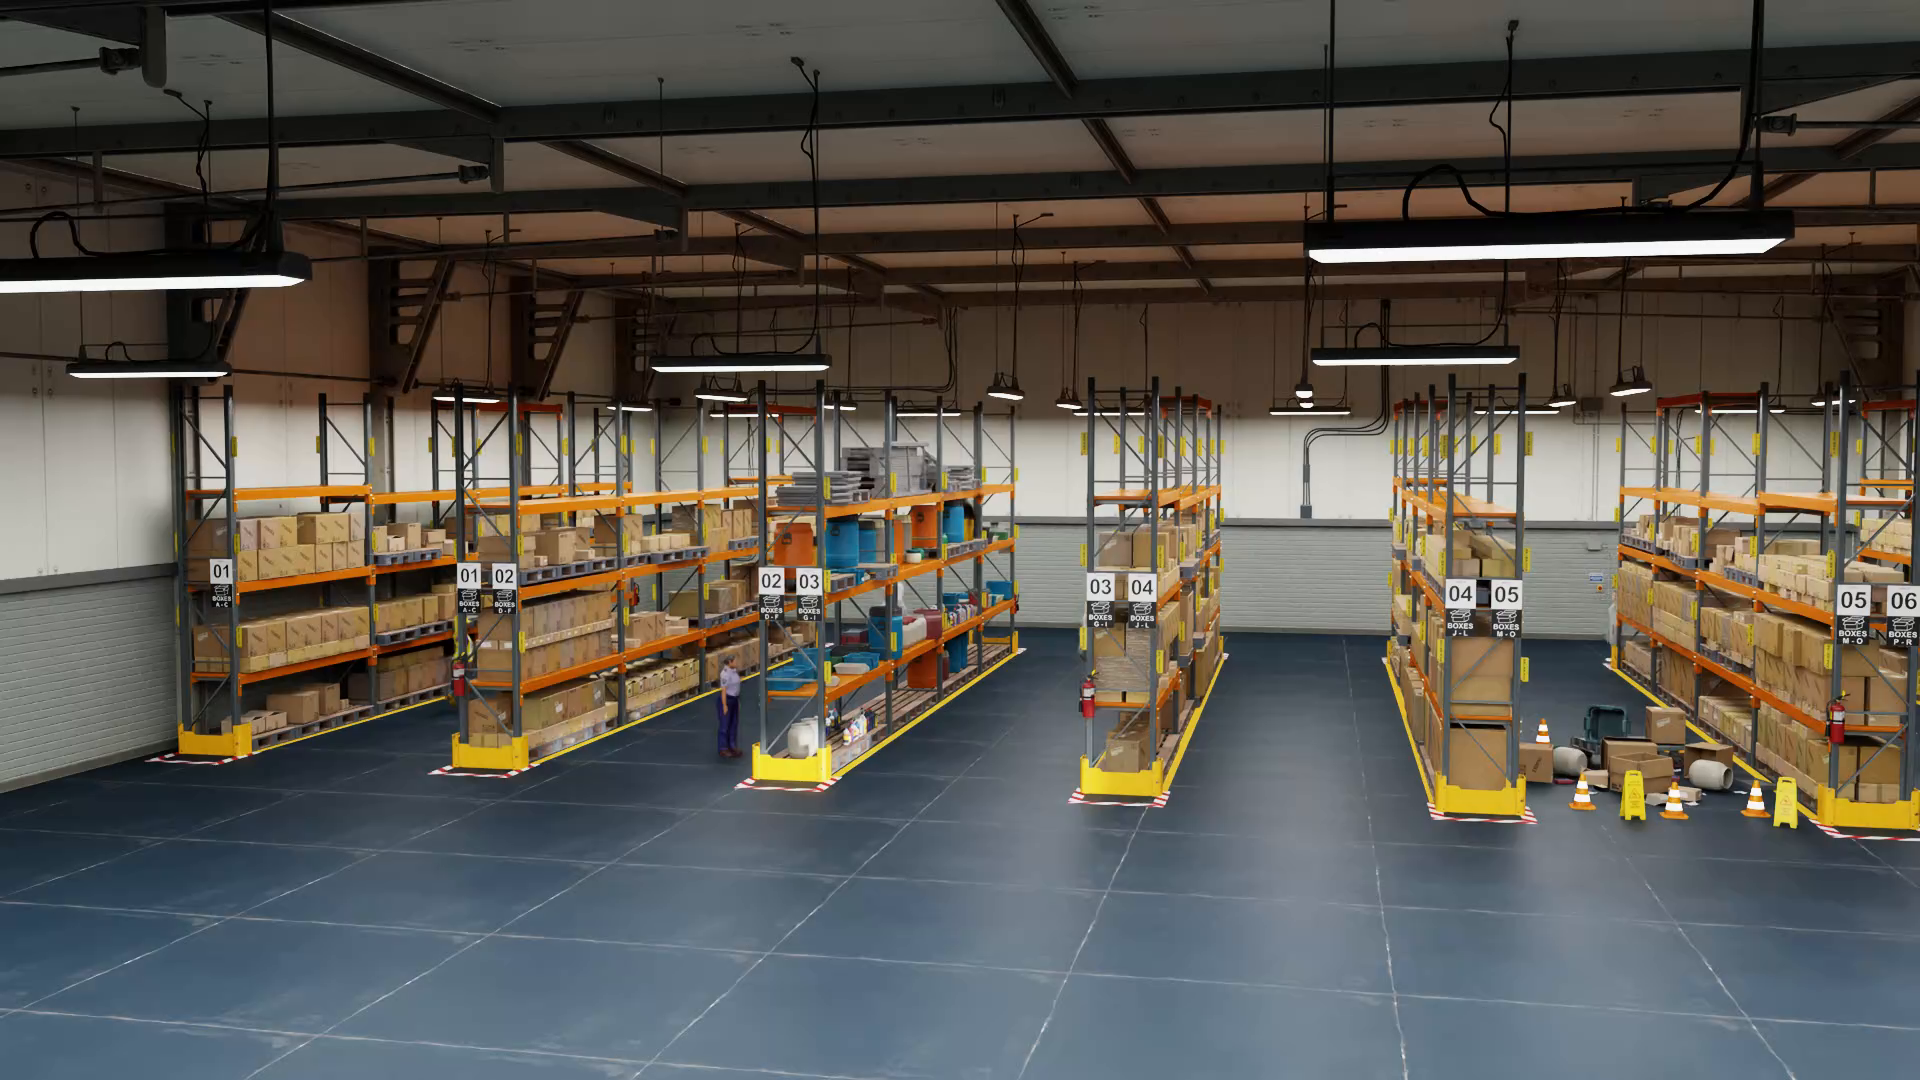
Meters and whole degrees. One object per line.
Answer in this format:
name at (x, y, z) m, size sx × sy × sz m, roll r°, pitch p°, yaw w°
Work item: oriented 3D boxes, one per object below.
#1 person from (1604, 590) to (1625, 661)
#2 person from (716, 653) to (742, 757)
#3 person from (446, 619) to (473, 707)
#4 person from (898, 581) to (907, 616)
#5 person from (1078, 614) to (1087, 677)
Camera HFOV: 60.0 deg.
person at (15.255, 1.990, 38.618) m, size 0.503 × 1.666 × 0.475 m, roll 1°, pitch 3°, yaw 17°
person at (-3.740, 2.655, 26.976) m, size 0.397 × 1.646 × 0.495 m, roll 1°, pitch 3°, yaw 13°
person at (-9.508, 2.332, 31.700) m, size 0.543 × 1.760 × 0.574 m, roll -3°, pitch 4°, yaw -40°
person at (-1.708, 1.629, 44.100) m, size 0.513 × 1.772 × 0.627 m, roll 1°, pitch 3°, yaw 18°
person at (2.761, 2.064, 35.450) m, size 0.486 × 1.678 × 0.557 m, roll -2°, pitch 4°, yaw -34°
